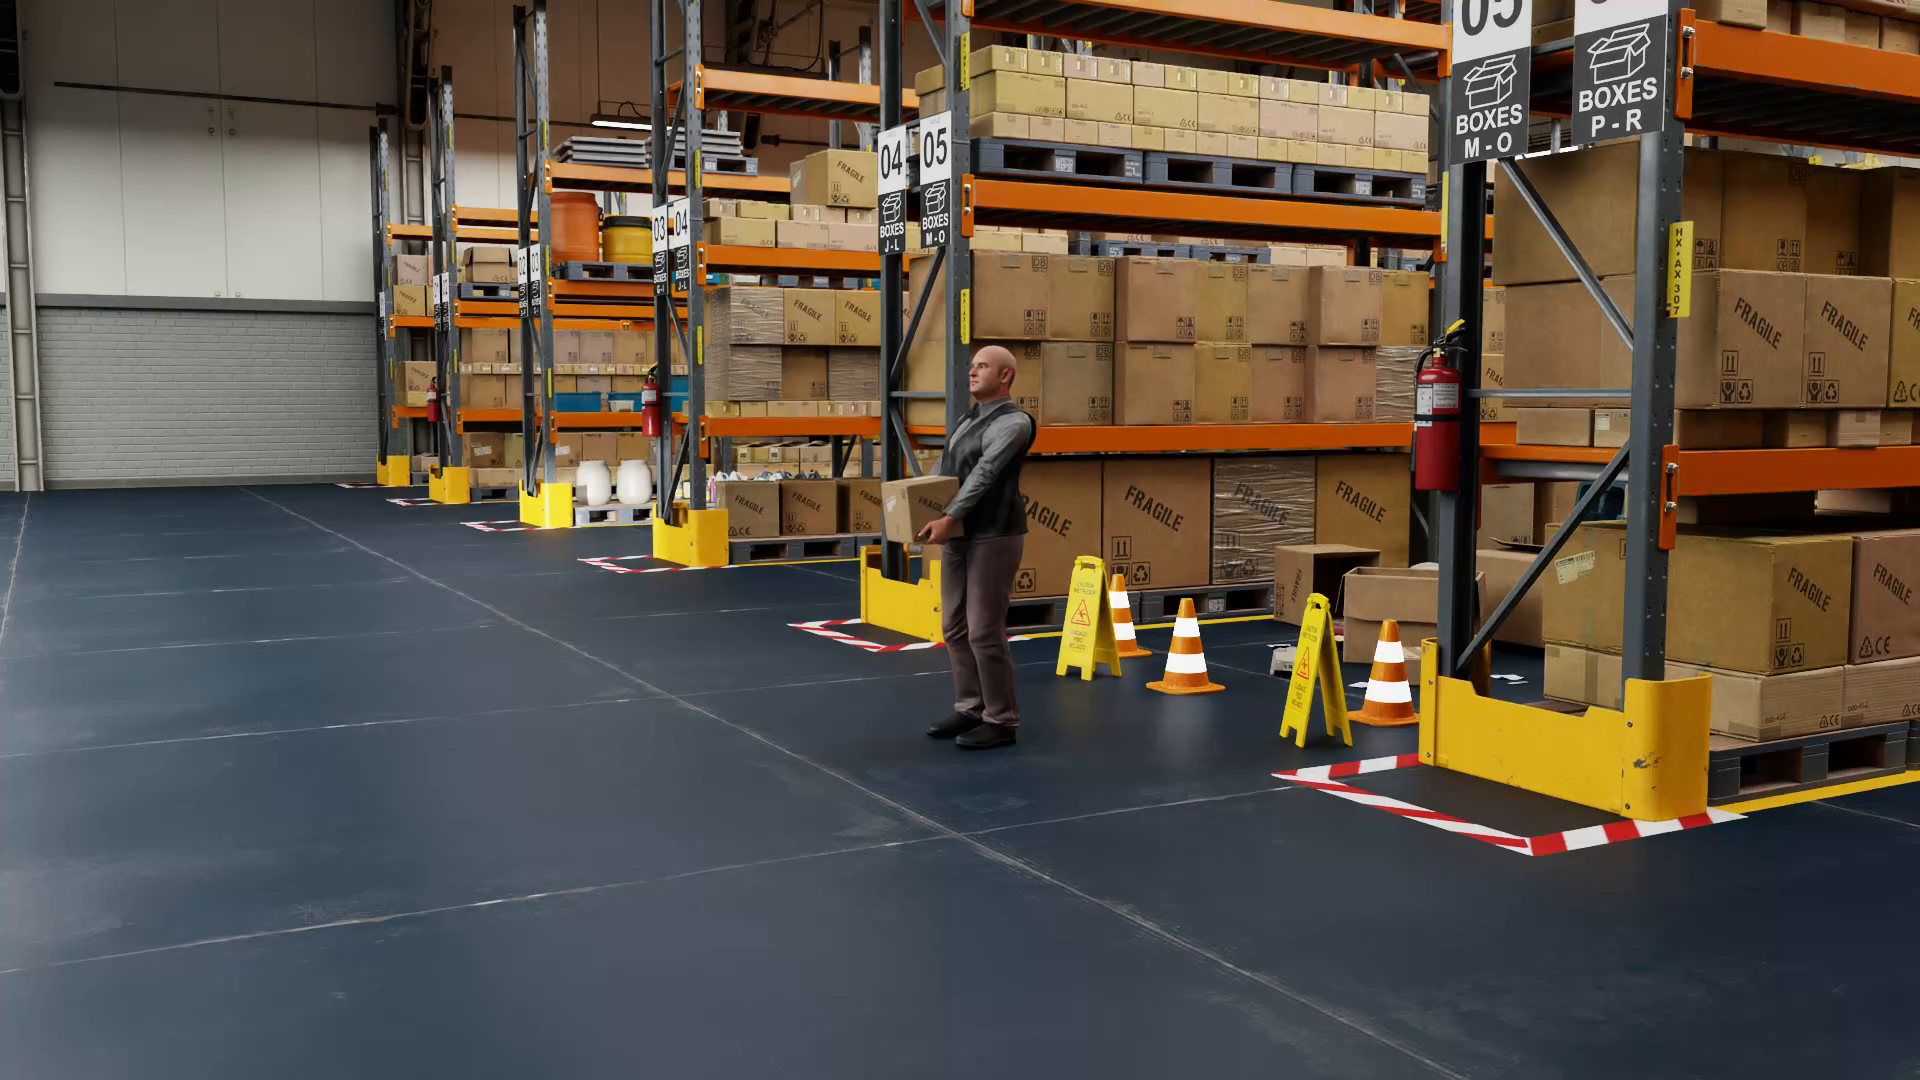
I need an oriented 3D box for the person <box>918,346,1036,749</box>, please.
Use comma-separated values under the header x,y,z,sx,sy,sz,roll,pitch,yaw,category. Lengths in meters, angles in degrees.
x,y,z,sx,sy,sz,roll,pitch,yaw,category
0.016,0.025,7.143,0.549,1.712,0.494,-3,6,-28,person
